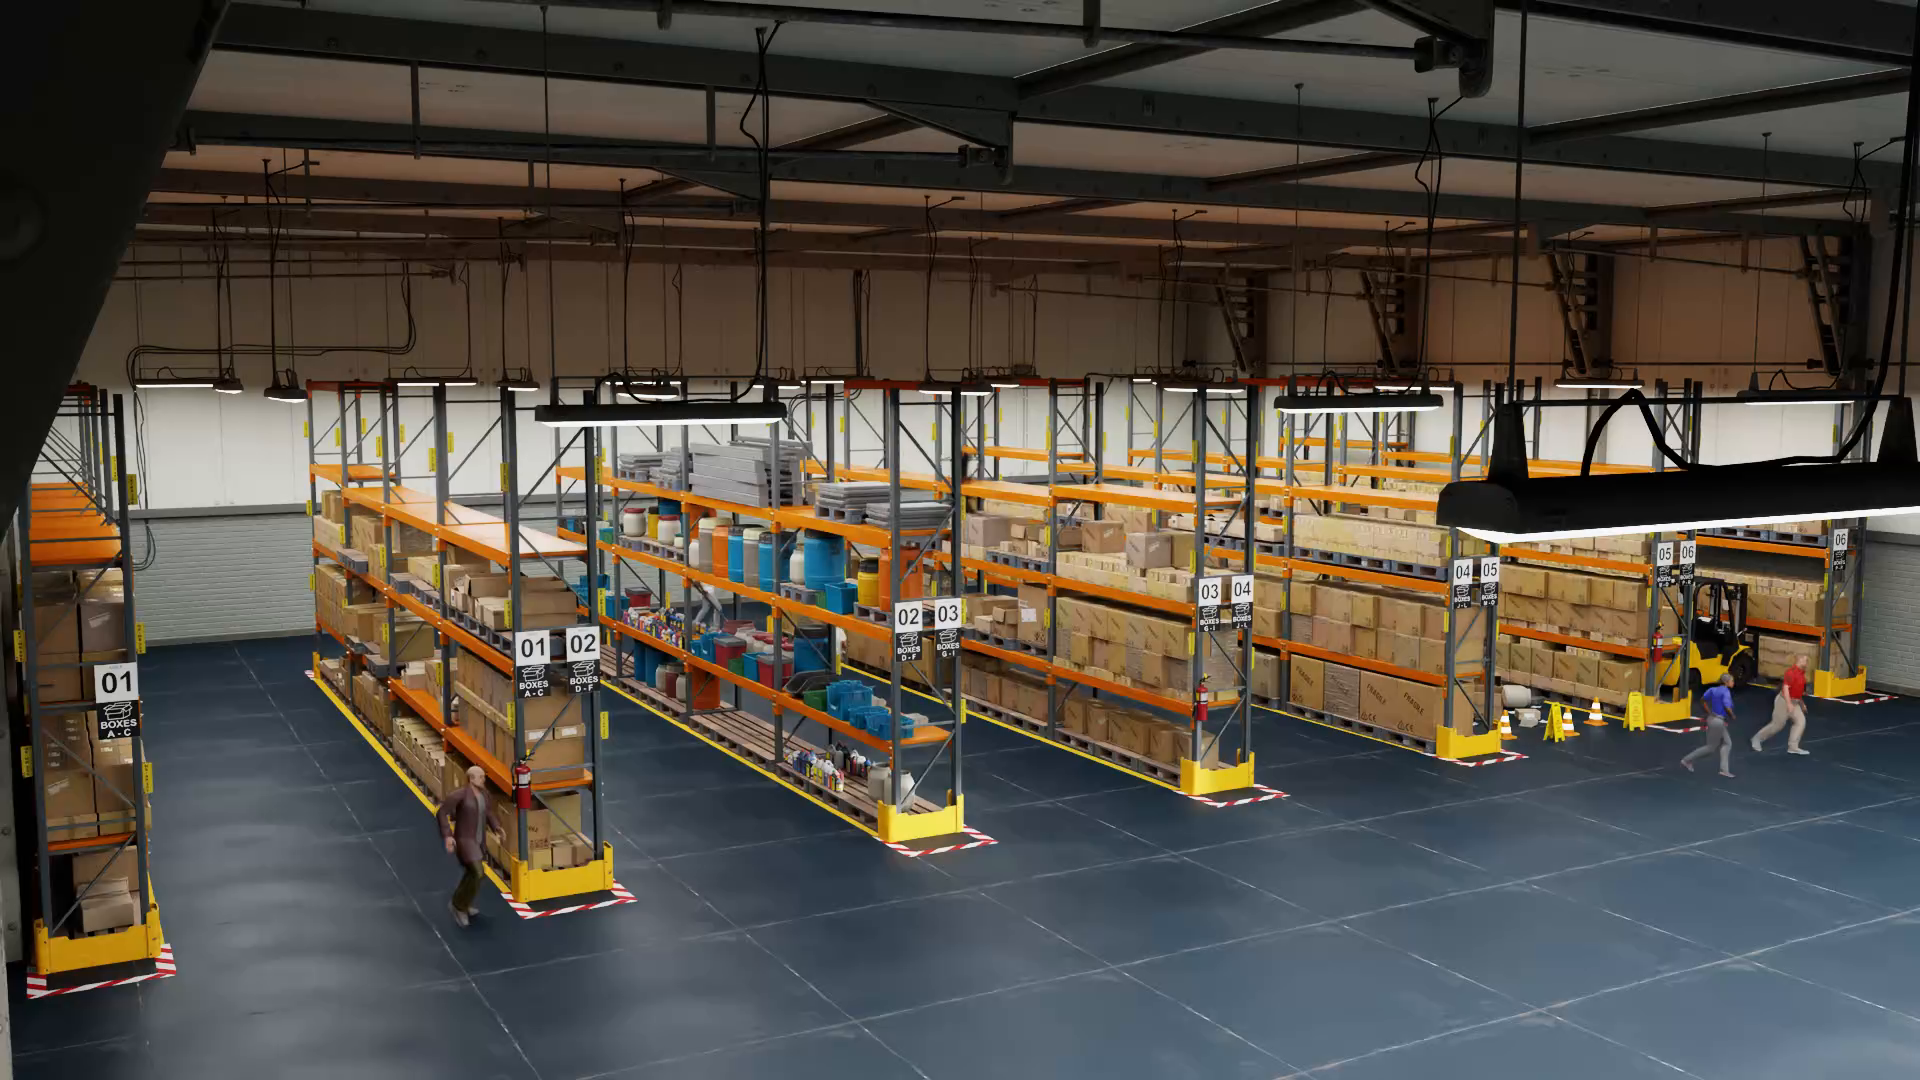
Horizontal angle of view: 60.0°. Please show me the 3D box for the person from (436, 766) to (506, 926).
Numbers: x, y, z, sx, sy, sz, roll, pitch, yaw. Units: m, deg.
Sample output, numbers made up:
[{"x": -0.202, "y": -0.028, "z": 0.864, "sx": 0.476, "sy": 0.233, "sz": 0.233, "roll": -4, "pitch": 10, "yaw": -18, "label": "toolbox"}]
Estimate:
[{"x": -5.531, "y": 3.473, "z": 18.888, "sx": 0.742, "sy": 1.822, "sz": 0.684, "roll": 2, "pitch": 6, "yaw": 20, "label": "person"}]

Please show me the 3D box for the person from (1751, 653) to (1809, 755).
[{"x": 13.395, "y": 2.634, "z": 27.074, "sx": 0.856, "sy": 1.656, "sz": 0.725, "roll": 5, "pitch": 8, "yaw": 41, "label": "person"}]

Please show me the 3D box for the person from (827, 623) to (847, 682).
[{"x": -2.372, "y": 2.200, "z": 30.652, "sx": 0.689, "sy": 1.789, "sz": 0.721, "roll": -5, "pitch": 8, "yaw": -39, "label": "person"}]

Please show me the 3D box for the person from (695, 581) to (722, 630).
[{"x": -5.981, "y": 1.313, "z": 39.320, "sx": 0.707, "sy": 1.729, "sz": 0.579, "roll": -1, "pitch": 6, "yaw": -7, "label": "person"}]

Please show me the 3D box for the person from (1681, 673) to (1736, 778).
[{"x": 11.455, "y": 2.828, "z": 25.364, "sx": 0.793, "sy": 1.633, "sz": 0.549, "roll": 1, "pitch": 6, "yaw": 8, "label": "person"}]
